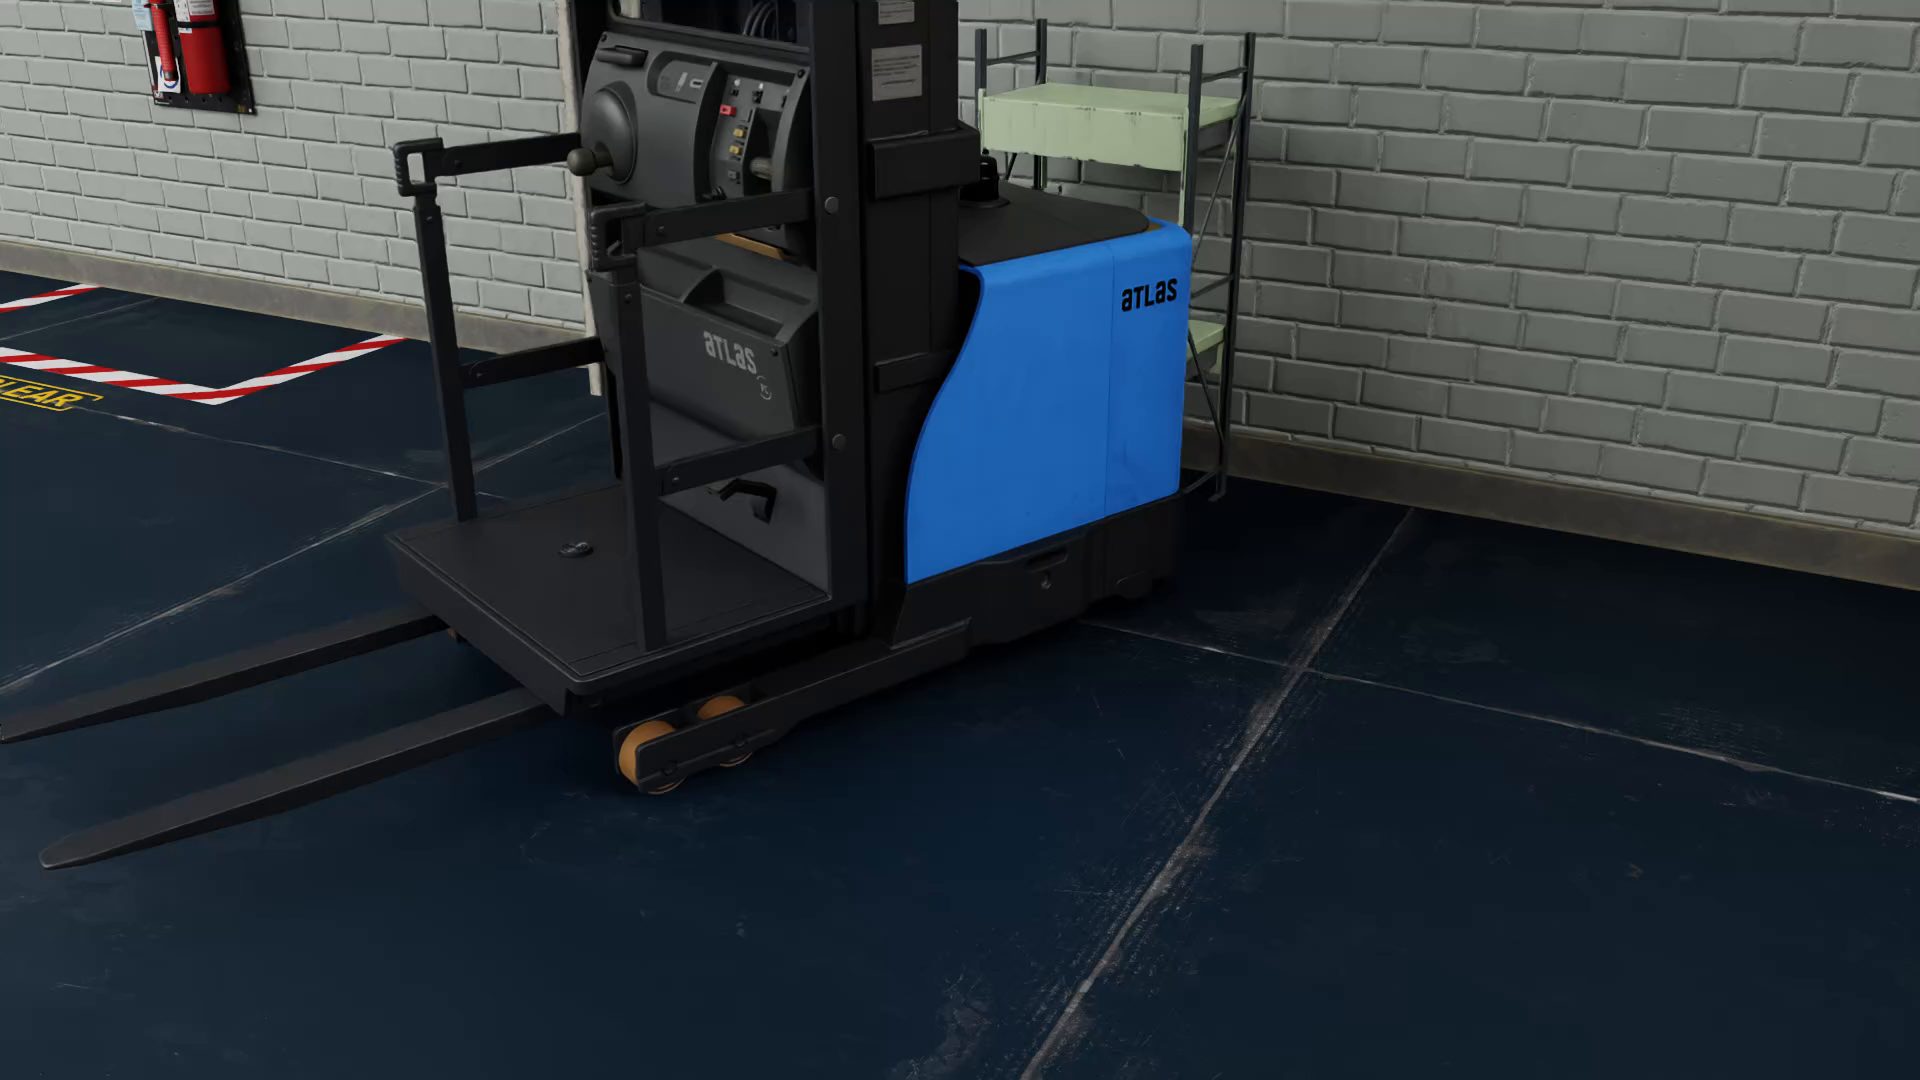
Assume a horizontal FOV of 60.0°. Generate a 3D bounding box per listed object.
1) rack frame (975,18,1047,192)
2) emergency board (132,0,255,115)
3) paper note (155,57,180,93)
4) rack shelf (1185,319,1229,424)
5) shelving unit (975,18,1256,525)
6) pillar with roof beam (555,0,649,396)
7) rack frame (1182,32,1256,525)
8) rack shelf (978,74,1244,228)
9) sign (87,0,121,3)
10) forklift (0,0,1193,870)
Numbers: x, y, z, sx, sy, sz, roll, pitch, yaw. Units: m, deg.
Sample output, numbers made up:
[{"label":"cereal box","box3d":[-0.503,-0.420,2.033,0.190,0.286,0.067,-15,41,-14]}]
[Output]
[{"label":"rack frame","box3d":[0.164,-0.938,5.539,0.023,1.500,0.400,14,27,30]},{"label":"emergency board","box3d":[-3.415,-2.430,7.130,0.643,1.169,0.194,11,25,25]},{"label":"paper note","box3d":[-3.542,-2.080,7.433,0.142,0.148,0.016,11,25,25]},{"label":"rack shelf","box3d":[0.470,-0.559,5.481,0.720,0.370,0.431,14,27,30]},{"label":"shelving unit","box3d":[0.470,-0.859,5.354,0.755,1.500,0.431,14,27,30]},{"label":"pillar with roof beam","box3d":[-3.170,-3.237,1.363,0.400,9.000,9.100,11,25,25]},{"label":"rack frame","box3d":[0.776,-0.780,5.169,0.023,1.500,0.400,14,27,30]},{"label":"rack shelf","box3d":[0.470,-1.218,5.201,0.720,0.370,0.431,14,27,30]},{"label":"sign","box3d":[-3.862,-2.580,7.438,0.234,0.329,0.001,11,25,25]},{"label":"forklift","box3d":[-0.807,-0.991,3.835,3.031,2.935,1.130,-18,29,-36]}]
